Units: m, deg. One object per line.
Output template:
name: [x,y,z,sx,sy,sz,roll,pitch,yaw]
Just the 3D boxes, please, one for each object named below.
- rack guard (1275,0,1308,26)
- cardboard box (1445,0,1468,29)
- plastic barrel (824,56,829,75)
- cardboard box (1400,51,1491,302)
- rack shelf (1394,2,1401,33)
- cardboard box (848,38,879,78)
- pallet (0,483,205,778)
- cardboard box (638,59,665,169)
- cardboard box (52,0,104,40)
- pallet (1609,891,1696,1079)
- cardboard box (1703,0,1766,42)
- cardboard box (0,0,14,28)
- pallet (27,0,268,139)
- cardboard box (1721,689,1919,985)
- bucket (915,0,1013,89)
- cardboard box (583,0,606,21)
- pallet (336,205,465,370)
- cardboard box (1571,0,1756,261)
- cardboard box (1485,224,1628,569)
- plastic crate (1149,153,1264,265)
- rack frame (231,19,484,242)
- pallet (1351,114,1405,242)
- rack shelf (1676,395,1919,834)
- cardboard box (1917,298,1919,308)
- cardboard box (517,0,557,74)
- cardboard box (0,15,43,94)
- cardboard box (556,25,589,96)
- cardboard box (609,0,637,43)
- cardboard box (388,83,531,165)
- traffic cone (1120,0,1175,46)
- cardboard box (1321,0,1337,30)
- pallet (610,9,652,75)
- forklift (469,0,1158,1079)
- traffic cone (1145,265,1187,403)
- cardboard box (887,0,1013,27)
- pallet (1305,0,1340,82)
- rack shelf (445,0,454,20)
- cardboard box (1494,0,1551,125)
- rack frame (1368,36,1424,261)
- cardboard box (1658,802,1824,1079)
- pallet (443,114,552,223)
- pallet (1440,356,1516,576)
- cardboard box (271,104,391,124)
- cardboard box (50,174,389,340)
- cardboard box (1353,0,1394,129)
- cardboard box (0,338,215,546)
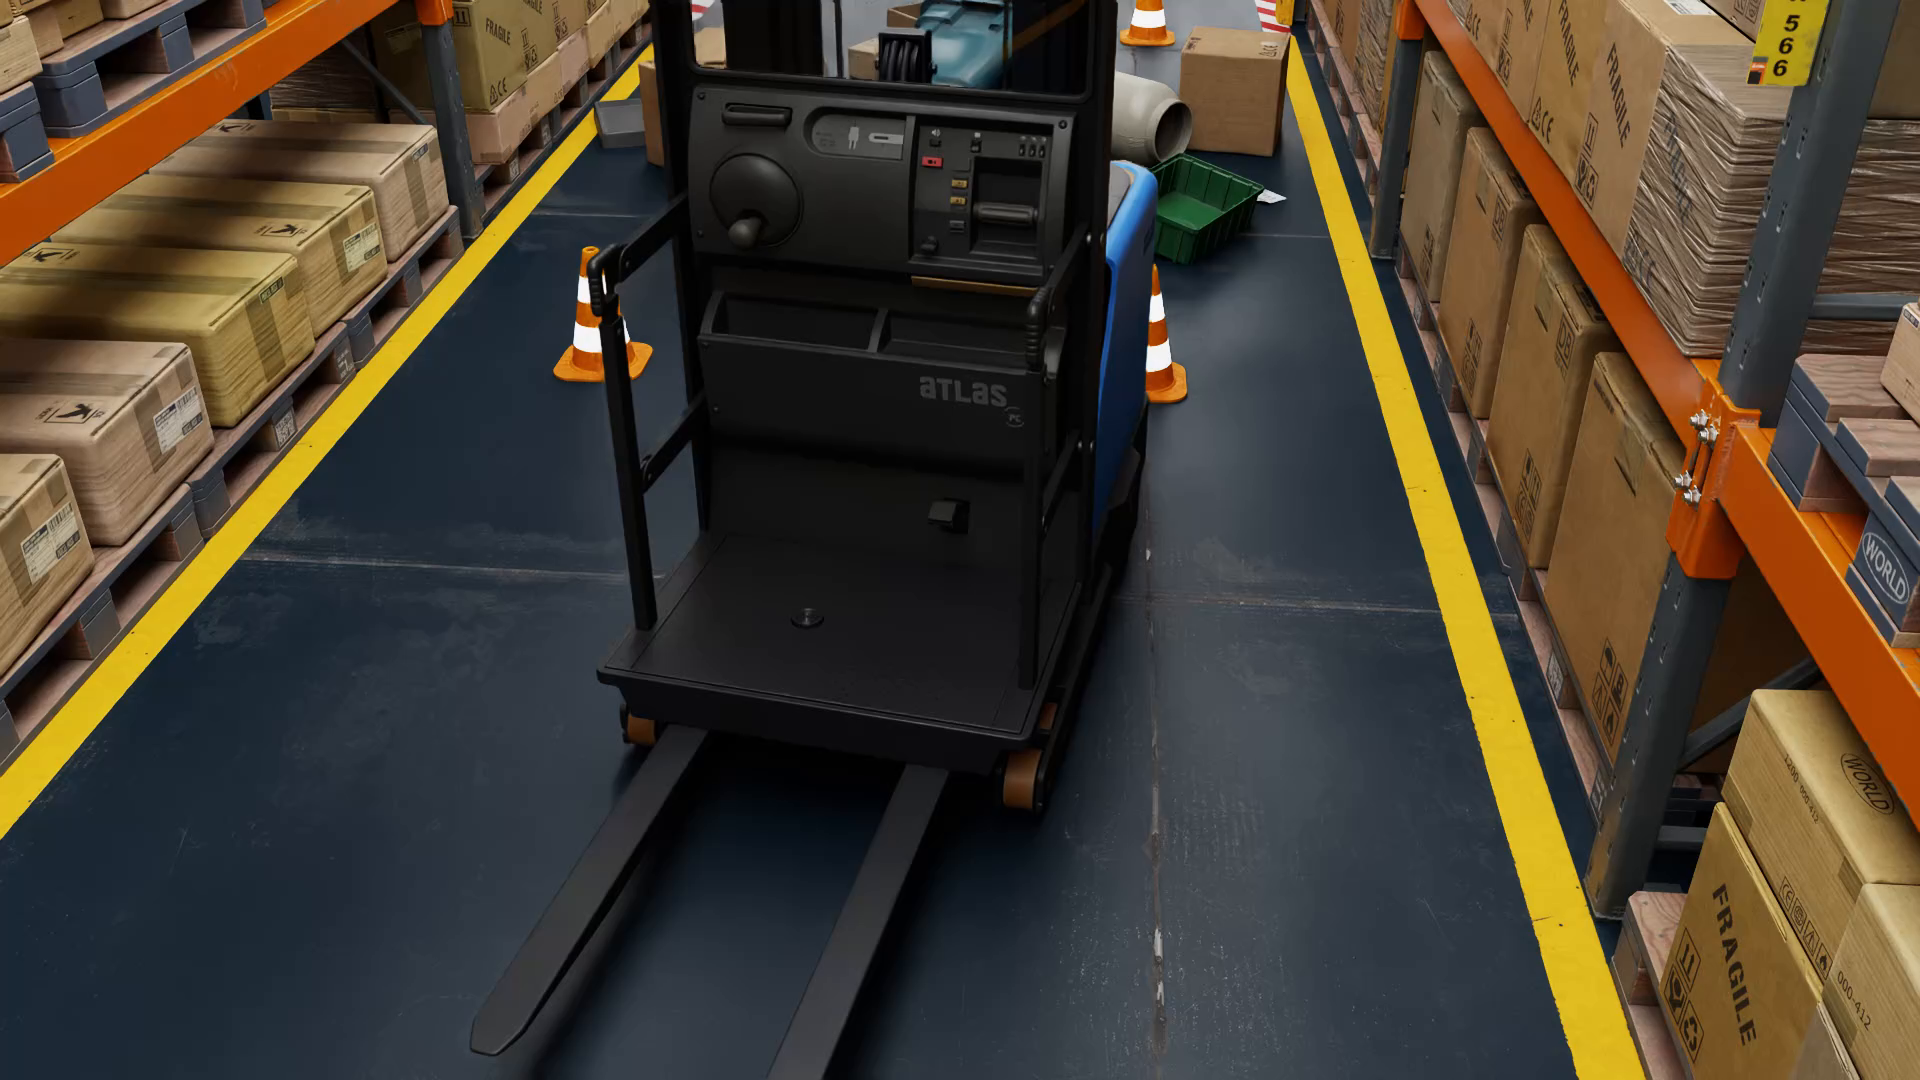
rack guard: [2.617,-3.542,10.520,1.175,0.500,0.348,2,32,4]
cardboard box: [1.938,-2.017,5.568,0.500,0.500,0.500,3,32,4]
plastic barrel: [-0.986,-2.510,8.920,0.512,0.421,0.421,27,41,37]
cardboard box: [2.328,-1.394,6.397,1.050,0.750,0.750,2,32,4]
rack shelf: [2.452,-3.241,8.336,1.077,0.370,4.000,2,32,4]
cardboard box: [-0.421,-2.767,9.598,0.380,0.149,0.250,20,37,29]
pallet: [-2.913,0.210,4.708,1.003,0.211,1.213,2,32,4]
cardboard box: [-1.209,-2.099,8.177,0.500,0.500,0.500,27,41,37]
cardboard box: [-2.673,-1.512,4.683,0.380,0.149,0.250,4,32,6]
pallet: [1.898,1.186,3.125,1.003,0.211,1.213,2,32,4]
cardboard box: [2.050,-1.377,3.577,0.700,0.500,0.500,2,32,3]
cardboard box: [-2.676,-1.415,3.907,0.500,0.500,0.500,4,32,7]
pallet: [-2.858,-1.524,5.046,1.003,0.211,1.213,2,32,4]
cardboard box: [1.666,0.506,2.837,0.500,0.250,0.500,1,32,2]
bucket: [0.002,-1.925,7.185,0.726,0.611,0.620,14,44,21]
cardboard box: [-2.220,-3.113,8.947,0.500,0.500,0.500,2,32,3]
pallet: [-2.715,-1.066,6.778,1.003,0.211,1.213,2,32,4]
cardboard box: [1.774,-0.960,3.854,0.500,0.500,0.500,2,32,4]
cardboard box: [2.170,-0.403,4.789,1.050,0.750,0.750,3,32,5]
plastic crate: [0.997,-1.476,7.411,0.450,0.188,0.662,29,41,23]
rack frame: [-2.653,-2.660,6.707,1.000,3.000,0.127,2,32,4]
pallet: [2.429,-1.709,7.822,1.003,0.211,1.213,2,32,4]
rack shelf: [1.800,0.942,1.548,1.077,0.370,4.000,2,32,4]
cardboard box: [1.724,-0.364,2.538,0.380,0.149,0.250,4,32,6]
cardboard box: [-2.304,-2.565,8.059,0.500,0.500,0.500,4,32,6]
cardboard box: [-2.599,-1.233,4.231,0.380,0.149,0.250,3,32,4]
cardboard box: [-2.263,-2.522,8.705,0.500,0.250,0.500,2,32,3]
cardboard box: [-2.175,-3.055,9.569,0.500,0.250,0.500,3,32,4]
cardboard box: [-2.336,-1.965,7.801,0.500,0.250,0.500,1,32,2]
traffic cone: [1.156,-3.296,10.157,0.336,0.463,0.334,2,32,4]
cardboard box: [2.625,-3.510,9.711,0.875,0.875,0.875,3,32,4]
pallet: [-2.435,-3.102,10.082,1.003,0.211,1.213,2,32,4]
forklift: [-0.249,-0.795,3.747,1.130,2.935,3.031,8,32,12]
traffic cone: [0.675,-0.785,6.082,0.336,0.463,0.334,2,32,4]
cardboard box: [0.053,-2.662,9.091,0.797,0.503,0.637,-20,37,-29]
pallet: [2.627,-2.985,9.892,1.003,0.211,1.213,2,32,4]
rack shelf: [-2.490,-3.400,8.593,1.077,0.370,4.000,2,32,4]
cardboard box: [1.853,-1.490,4.713,0.500,0.500,0.500,3,32,5]
rack frame: [2.289,-2.502,6.450,1.000,3.000,0.127,2,32,4]
cardboard box: [1.651,0.834,3.019,0.500,0.500,0.500,1,32,2]
pallet: [-2.633,-1.826,8.011,1.003,0.211,1.213,2,32,4]
pallet: [2.204,-0.268,5.484,1.003,0.211,1.213,2,32,4]
cardboard box: [-2.873,-1.989,7.839,0.500,0.250,0.500,4,32,6]
cardboard box: [-2.748,-1.070,6.231,0.950,0.372,0.625,4,32,7]
cardboard box: [2.479,-2.573,8.191,0.875,0.875,0.875,3,32,4]
cardboard box: [-2.871,-0.310,4.998,0.950,0.372,0.625,2,32,3]
